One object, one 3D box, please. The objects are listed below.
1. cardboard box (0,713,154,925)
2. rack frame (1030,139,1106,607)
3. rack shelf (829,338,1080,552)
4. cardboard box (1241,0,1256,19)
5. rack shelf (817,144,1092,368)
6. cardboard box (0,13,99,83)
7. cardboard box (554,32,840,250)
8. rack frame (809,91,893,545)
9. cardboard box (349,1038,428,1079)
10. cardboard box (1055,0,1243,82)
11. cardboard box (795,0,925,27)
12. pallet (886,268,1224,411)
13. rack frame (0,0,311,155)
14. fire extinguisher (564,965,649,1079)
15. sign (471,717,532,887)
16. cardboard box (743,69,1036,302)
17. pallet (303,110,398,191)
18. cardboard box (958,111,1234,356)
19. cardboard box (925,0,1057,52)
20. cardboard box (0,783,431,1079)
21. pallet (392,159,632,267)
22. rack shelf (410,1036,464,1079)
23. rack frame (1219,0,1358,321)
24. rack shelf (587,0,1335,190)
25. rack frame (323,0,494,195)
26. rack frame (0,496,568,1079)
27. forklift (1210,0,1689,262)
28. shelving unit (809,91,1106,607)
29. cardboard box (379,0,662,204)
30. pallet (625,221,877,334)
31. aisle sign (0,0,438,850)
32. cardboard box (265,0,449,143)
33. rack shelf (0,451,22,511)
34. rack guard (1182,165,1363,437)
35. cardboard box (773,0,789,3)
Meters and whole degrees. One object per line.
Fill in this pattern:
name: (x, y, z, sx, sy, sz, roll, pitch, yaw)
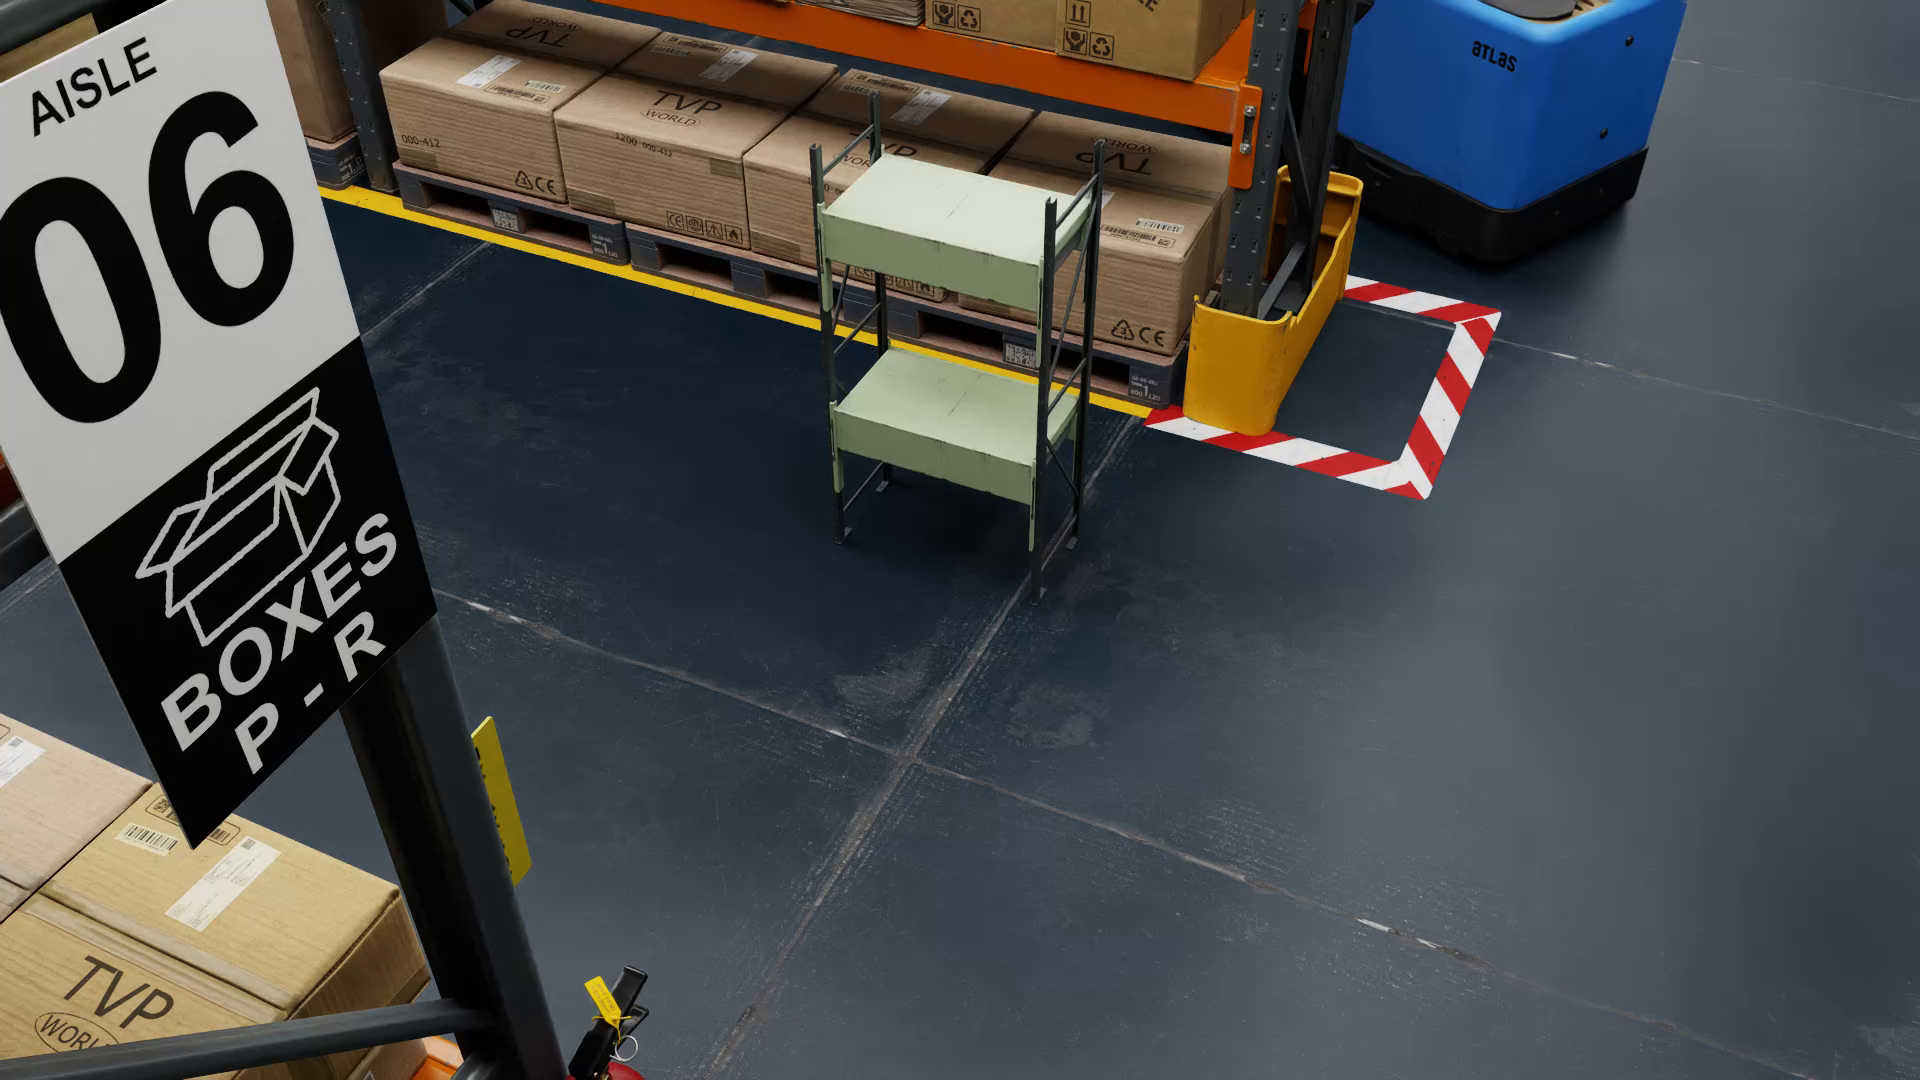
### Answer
cardboard box: (-1.646, 0.561, 2.700, 0.500, 0.250, 0.500, 17, 44, 19)
rack frame: (0.326, -0.467, 5.144, 0.023, 1.500, 0.400, 17, 44, 19)
rack shelf: (-0.006, -0.322, 5.474, 0.720, 0.370, 0.431, 17, 44, 19)
cardboard box: (0.890, -2.246, 5.975, 0.500, 0.500, 0.500, 17, 44, 18)
rack shelf: (-0.006, -0.863, 5.005, 0.720, 0.370, 0.431, 17, 44, 19)
cardboard box: (-1.178, -0.432, 1.556, 0.500, 0.250, 0.500, 17, 44, 18)
cardboard box: (-1.086, -1.718, 7.078, 0.875, 0.438, 0.875, 16, 43, 17)
rack frame: (-0.338, -0.670, 5.378, 0.023, 1.500, 0.400, 17, 44, 19)
cardboard box: (-1.074, 0.883, 2.633, 0.250, 0.149, 0.380, 17, 44, 18)
cardboard box: (0.654, -1.920, 5.598, 0.500, 0.500, 0.500, 17, 44, 19)
cardboard box: (-0.264, -2.204, 5.926, 0.500, 0.500, 0.500, 18, 44, 20)
pallet: (0.446, -1.027, 6.773, 1.213, 0.211, 1.003, 17, 44, 19)
rack frame: (-0.892, -1.225, 0.293, 0.127, 3.000, 1.000, 17, 44, 19)
fire extinguisher: (-0.563, 0.978, 2.675, 0.183, 0.674, 0.296, 17, 44, 19)
sign: (-0.663, 0.393, 2.346, 0.005, 0.325, 0.100, 17, 44, 19)
cardboard box: (-0.270, -1.468, 6.789, 0.875, 0.438, 0.875, 18, 44, 20)
pallet: (-3.153, -2.128, 8.044, 1.213, 0.211, 1.003, 17, 44, 19)
cardboard box: (0.563, -1.219, 6.502, 0.875, 0.438, 0.875, 16, 43, 17)
cardboard box: (0.206, -2.068, 5.769, 0.500, 0.500, 0.500, 16, 43, 18)
cardboard box: (-1.189, 0.701, 2.539, 0.500, 0.250, 0.500, 17, 44, 19)
pallet: (-1.765, -1.702, 7.553, 1.213, 0.211, 1.003, 17, 44, 19)
rack shelf: (-2.704, 0.760, 3.132, 4.000, 0.370, 1.077, 17, 44, 19)
rack frame: (1.203, -1.905, 5.658, 0.127, 3.000, 1.000, 17, 44, 19)
rack shelf: (-0.609, -2.187, 6.533, 4.000, 0.370, 1.077, 17, 44, 19)
rack frame: (-2.421, -3.013, 6.936, 0.127, 3.000, 1.000, 17, 44, 19)
rack frame: (-0.892, 1.042, 2.258, 0.127, 3.000, 1.000, 17, 44, 19)
forklift: (1.723, -3.187, 7.189, 1.130, 2.935, 3.031, -27, 48, -28)
shelving unit: (-0.006, -0.569, 5.261, 0.755, 1.500, 0.431, 17, 44, 19)
cardboard box: (-1.898, -1.966, 7.364, 0.875, 0.438, 0.875, 16, 44, 18)
pallet: (-0.656, -1.365, 7.164, 1.213, 0.211, 1.003, 17, 44, 19)
aisle sign: (-0.706, -0.096, 1.586, 0.004, 0.787, 0.394, 17, 44, 19)
cardboard box: (-3.017, -2.493, 7.638, 0.875, 0.875, 0.875, 18, 44, 20)
rack shelf: (-2.704, -0.374, 2.150, 4.000, 0.370, 1.077, 17, 44, 19)
rack guard: (1.225, -0.954, 6.469, 0.348, 0.500, 1.175, 17, 44, 19)
cardboard box: (-0.738, -2.339, 6.083, 0.500, 0.500, 0.500, 18, 44, 20)
